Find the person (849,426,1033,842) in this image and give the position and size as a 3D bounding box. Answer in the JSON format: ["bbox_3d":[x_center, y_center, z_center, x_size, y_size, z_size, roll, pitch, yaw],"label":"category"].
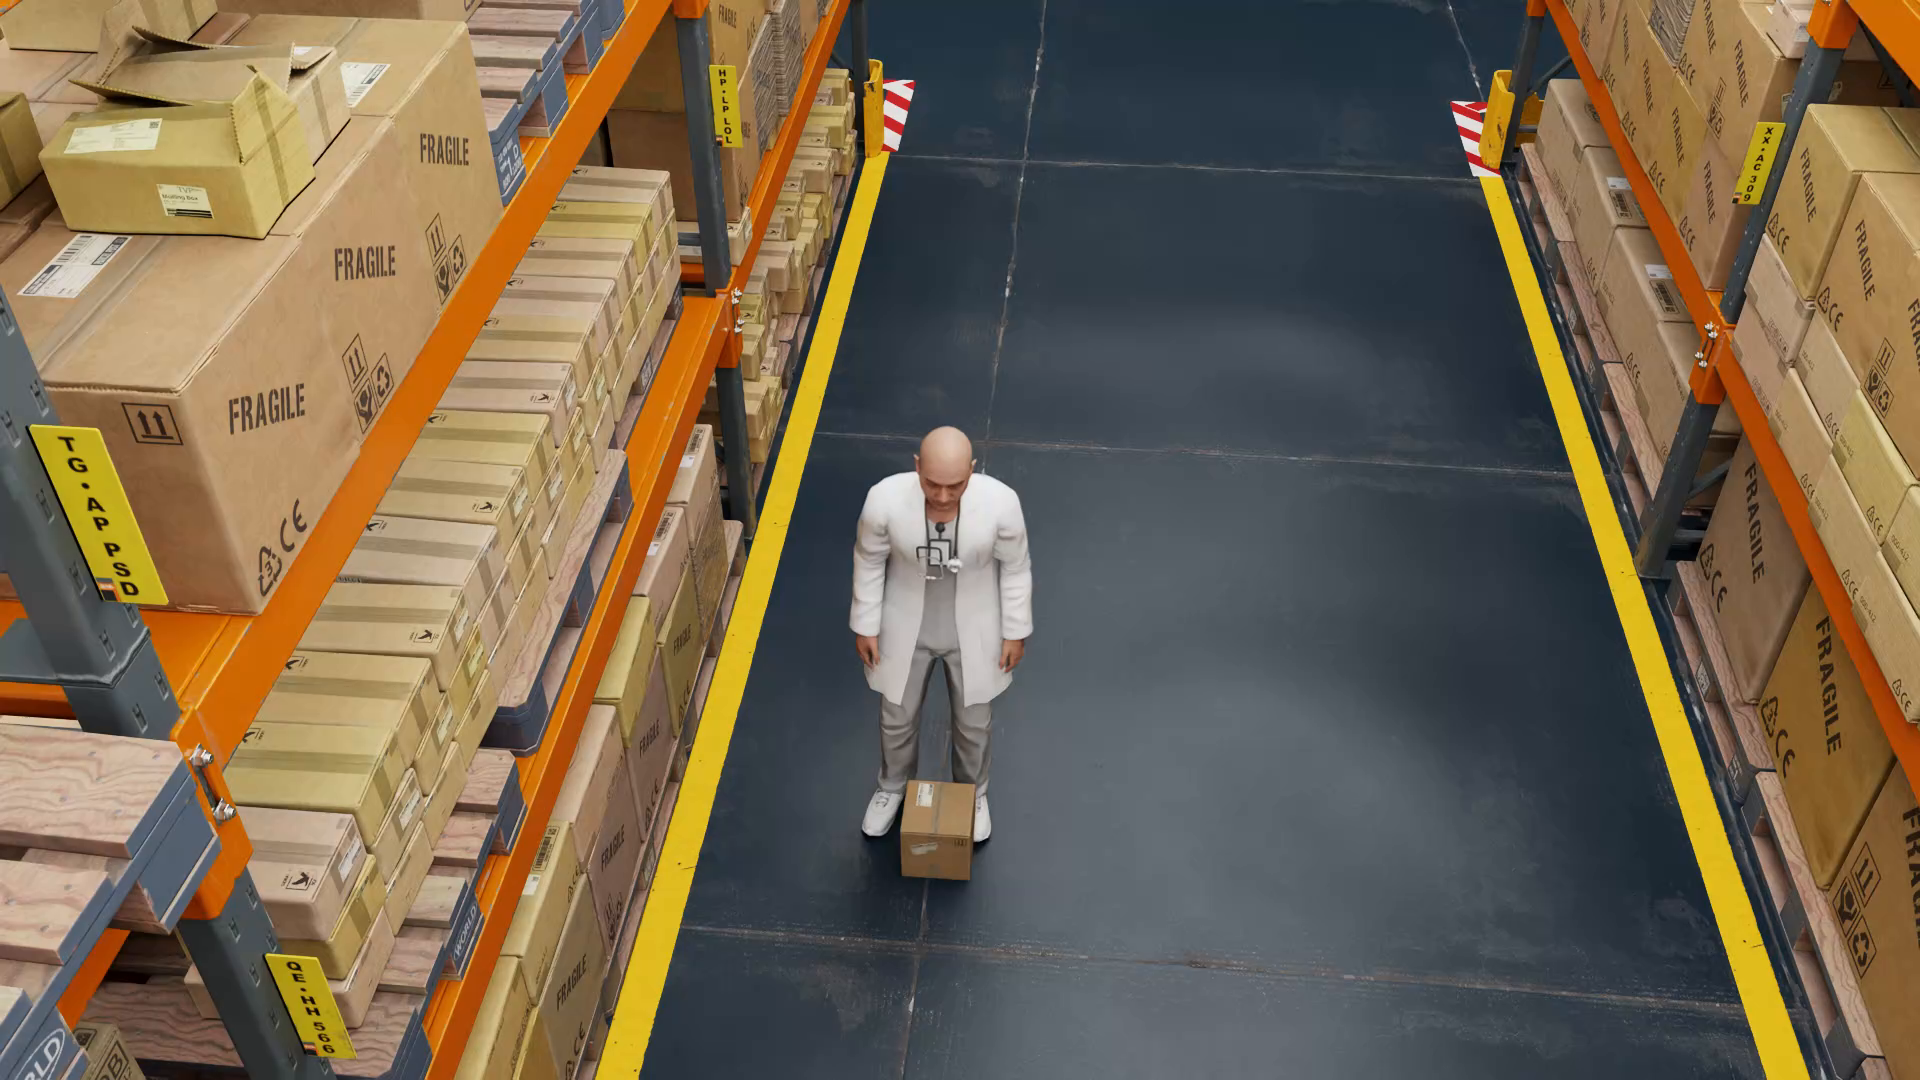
[{"bbox_3d":[-0.066,0.319,5.782,0.640,1.772,0.428,2,40,2],"label":"person"}]
